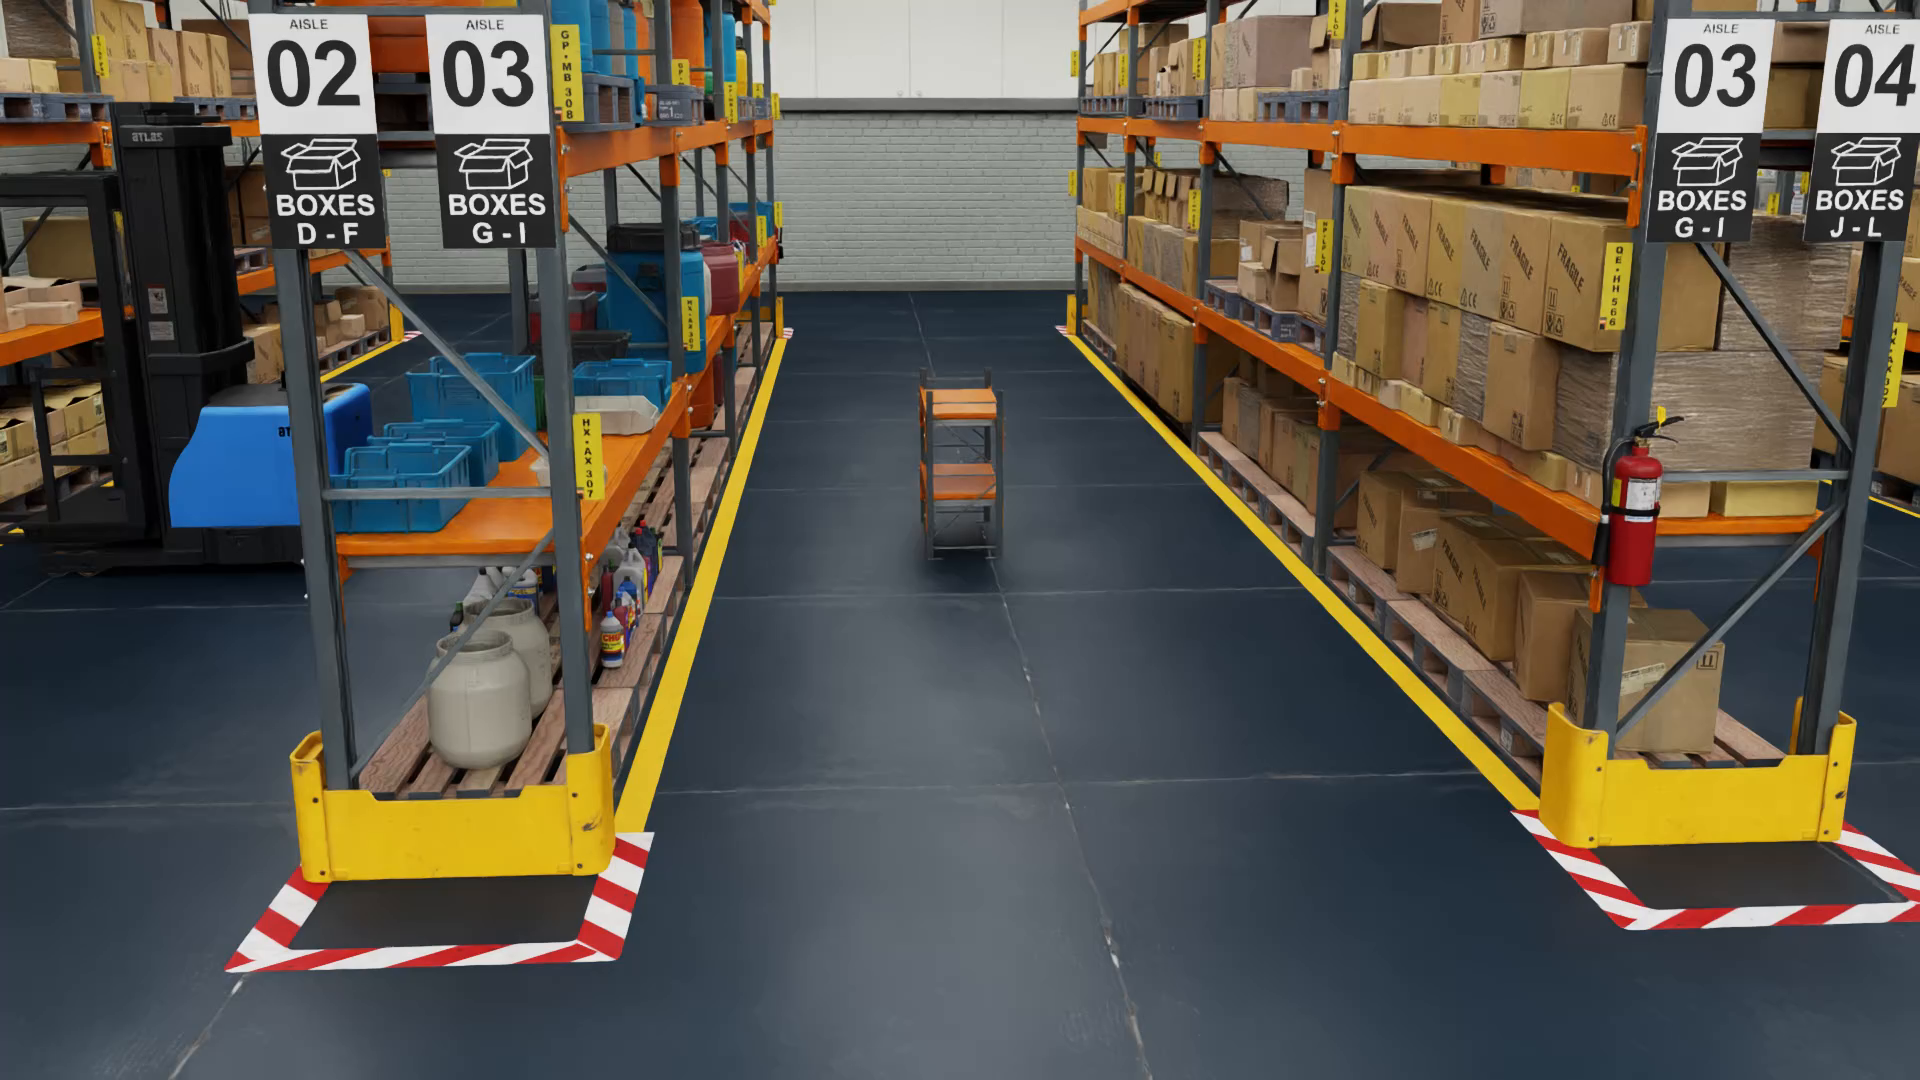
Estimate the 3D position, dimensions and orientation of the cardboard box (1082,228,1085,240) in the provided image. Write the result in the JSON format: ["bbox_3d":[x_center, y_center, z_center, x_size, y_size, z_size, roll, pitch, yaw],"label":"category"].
[{"bbox_3d":[1.757,-3.880,21.089,0.380,0.149,0.250,-1,14,-5],"label":"cardboard box"}]

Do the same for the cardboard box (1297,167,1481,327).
[{"bbox_3d":[2.864,-1.931,10.966,1.000,1.000,1.000,-1,14,-3],"label":"cardboard box"}]

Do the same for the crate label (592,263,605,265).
[{"bbox_3d":[-2.626,-1.922,12.905,0.502,0.435,0.616,-1,14,-3],"label":"crate label"}]

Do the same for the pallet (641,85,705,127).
[{"bbox_3d":[-2.027,-2.345,8.978,1.213,0.211,1.003,-1,14,-3],"label":"pallet"}]

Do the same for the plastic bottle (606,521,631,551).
[{"bbox_3d":[-1.986,0.066,9.681,0.144,0.351,0.185,-1,14,-3],"label":"plastic bottle"}]

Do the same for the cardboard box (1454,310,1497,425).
[{"bbox_3d":[2.876,-0.820,7.897,0.875,0.500,0.500,-1,14,-3],"label":"cardboard box"}]

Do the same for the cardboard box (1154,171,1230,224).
[{"bbox_3d":[2.357,-3.432,16.632,0.797,0.503,0.637,-1,14,-3],"label":"cardboard box"}]

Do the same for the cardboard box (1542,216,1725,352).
[{"bbox_3d":[2.741,-1.053,6.794,0.500,0.500,0.500,-1,14,-3],"label":"cardboard box"}]

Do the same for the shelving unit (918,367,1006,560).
[{"bbox_3d":[0.000,-0.546,11.393,0.538,1.125,1.048,-1,14,-3],"label":"shelving unit"}]

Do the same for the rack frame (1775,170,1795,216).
[{"bbox_3d":[7.483,-2.284,14.384,1.000,3.000,0.127,-1,14,-3],"label":"rack frame"}]

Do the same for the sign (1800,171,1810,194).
[{"bbox_3d":[11.367,-4.826,22.366,0.100,0.325,0.005,-1,14,-3],"label":"sign"}]

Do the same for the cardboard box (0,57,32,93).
[{"bbox_3d":[-7.227,-3.422,12.245,0.500,0.250,0.500,0,14,-2],"label":"cardboard box"}]

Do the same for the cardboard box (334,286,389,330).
[{"bbox_3d":[-7.578,-2.941,21.071,0.500,0.500,0.500,-1,14,-3],"label":"cardboard box"}]

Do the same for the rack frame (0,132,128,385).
[{"bbox_3d":[-7.361,-2.081,13.593,1.000,3.000,0.127,-1,14,-3],"label":"rack frame"}]

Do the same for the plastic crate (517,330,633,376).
[{"bbox_3d":[-2.264,-0.999,9.514,0.767,0.338,0.504,-1,14,-3],"label":"plastic crate"}]

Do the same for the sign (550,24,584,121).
[{"bbox_3d":[-1.372,-1.631,5.808,0.100,0.325,0.005,-1,14,-3],"label":"sign"}]

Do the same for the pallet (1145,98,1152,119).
[{"bbox_3d":[2.384,-4.360,16.817,0.805,0.209,1.217,-1,15,-6],"label":"pallet"}]

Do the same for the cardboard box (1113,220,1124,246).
[{"bbox_3d":[1.989,-3.405,18.443,0.500,0.250,0.500,-1,14,-4],"label":"cardboard box"}]

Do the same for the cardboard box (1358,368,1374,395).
[{"bbox_3d":[2.533,-0.934,9.640,0.380,0.149,0.250,-1,14,-3],"label":"cardboard box"}]

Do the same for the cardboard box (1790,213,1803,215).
[{"bbox_3d":[7.602,-2.965,15.500,0.380,0.149,0.250,-1,15,-6],"label":"cardboard box"}]

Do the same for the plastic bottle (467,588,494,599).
[{"bbox_3d":[-2.470,0.392,8.567,0.152,0.276,0.135,-1,14,-5],"label":"plastic bottle"}]

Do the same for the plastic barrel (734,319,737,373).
[{"bbox_3d":[-2.648,-2.202,17.435,0.600,0.901,0.708,-1,14,-3],"label":"plastic barrel"}]

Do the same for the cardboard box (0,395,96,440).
[{"bbox_3d":[-7.044,-0.968,12.820,0.500,0.311,0.500,-1,14,-4],"label":"cardboard box"}]

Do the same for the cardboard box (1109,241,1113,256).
[{"bbox_3d":[1.900,-3.304,18.853,0.380,0.149,0.250,-1,14,-4],"label":"cardboard box"}]

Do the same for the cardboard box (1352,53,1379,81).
[{"bbox_3d":[2.486,-2.725,9.580,0.380,0.149,0.250,-1,14,-5],"label":"cardboard box"}]

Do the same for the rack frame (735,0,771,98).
[{"bbox_3d":[-2.913,-7.051,20.872,1.000,3.000,0.127,-1,14,-3],"label":"rack frame"}]

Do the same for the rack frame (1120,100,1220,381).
[{"bbox_3d":[2.278,-3.227,18.050,1.000,3.000,0.127,-1,14,-3],"label":"rack frame"}]

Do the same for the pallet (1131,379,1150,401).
[{"bbox_3d":[2.401,-1.686,17.656,1.003,0.211,1.213,-1,14,-3],"label":"pallet"}]

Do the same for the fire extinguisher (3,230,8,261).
[{"bbox_3d":[-12.350,-3.819,21.254,0.296,0.674,0.183,-1,14,-3],"label":"fire extinguisher"}]

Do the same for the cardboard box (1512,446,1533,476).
[{"bbox_3d":[2.716,-0.375,7.468,0.380,0.149,0.250,-1,14,-3],"label":"cardboard box"}]

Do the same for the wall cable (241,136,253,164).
[{"bbox_3d":[-12.795,-6.806,26.153,3.097,2.526,0.112,-1,14,-3],"label":"wall cable"}]

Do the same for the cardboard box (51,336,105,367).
[{"bbox_3d":[-7.661,-1.689,14.700,0.500,0.250,0.500,0,14,-1],"label":"cardboard box"}]

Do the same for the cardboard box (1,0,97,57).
[{"bbox_3d":[-7.382,-4.174,13.504,0.500,0.500,0.500,-1,14,-3],"label":"cardboard box"}]

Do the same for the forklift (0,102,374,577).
[{"bbox_3d":[-5.512,-1.318,10.767,3.031,2.935,1.130,-1,14,-4],"label":"forklift"}]

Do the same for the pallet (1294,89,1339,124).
[{"bbox_3d":[2.842,-2.755,10.570,1.213,0.211,1.003,-1,14,-3],"label":"pallet"}]

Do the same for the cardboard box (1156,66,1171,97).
[{"bbox_3d":[2.256,-4.566,16.569,0.500,0.311,0.500,-1,14,-5],"label":"cardboard box"}]

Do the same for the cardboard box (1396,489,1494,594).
[{"bbox_3d":[2.802,0.012,9.634,0.500,0.500,0.500,4,15,14],"label":"cardboard box"}]

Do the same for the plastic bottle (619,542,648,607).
[{"bbox_3d":[-1.810,0.192,9.192,0.144,0.351,0.185,-1,14,-4],"label":"plastic bottle"}]

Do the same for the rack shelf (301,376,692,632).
[{"bbox_3d":[-2.046,-0.315,8.176,1.077,0.370,4.000,-1,14,-3],"label":"rack shelf"}]

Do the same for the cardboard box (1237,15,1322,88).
[{"bbox_3d":[2.364,-3.604,12.289,0.500,0.500,0.500,-1,14,-5],"label":"cardboard box"}]

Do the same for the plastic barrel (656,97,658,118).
[{"bbox_3d":[-2.106,-3.229,12.315,0.301,0.262,0.301,0,14,0],"label":"plastic barrel"}]

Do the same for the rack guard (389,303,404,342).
[{"bbox_3d":[-7.852,-2.841,21.564,1.175,0.500,0.348,-1,14,-3],"label":"rack guard"}]

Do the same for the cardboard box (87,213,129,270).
[{"bbox_3d":[-7.379,-2.718,15.025,0.700,0.500,0.500,2,15,7],"label":"cardboard box"}]

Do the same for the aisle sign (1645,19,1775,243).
[{"bbox_3d":[2.726,-1.482,6.049,0.394,0.787,0.004,-1,14,-3],"label":"aisle sign"}]

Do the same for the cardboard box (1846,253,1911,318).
[{"bbox_3d":[7.306,-1.965,12.942,0.500,0.500,0.500,-1,14,-3],"label":"cardboard box"}]

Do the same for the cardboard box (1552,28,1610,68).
[{"bbox_3d":[2.668,-2.013,6.812,0.380,0.149,0.250,-2,15,-6],"label":"cardboard box"}]

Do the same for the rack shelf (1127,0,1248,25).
[{"bbox_3d":[2.402,-5.093,15.509,1.077,0.370,4.000,-1,14,-3],"label":"rack shelf"}]

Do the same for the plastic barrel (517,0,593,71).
[{"bbox_3d":[-2.215,-2.811,8.563,0.600,0.901,0.708,-1,14,-3],"label":"plastic barrel"}]

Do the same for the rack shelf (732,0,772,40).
[{"bbox_3d":[-2.789,-6.012,19.078,1.077,0.370,4.000,-1,14,-3],"label":"rack shelf"}]

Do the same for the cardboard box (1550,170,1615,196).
[{"bbox_3d":[6.936,-4.068,18.514,0.500,0.500,0.500,-1,14,-5],"label":"cardboard box"}]

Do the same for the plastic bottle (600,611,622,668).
[{"bbox_3d":[-1.723,0.486,8.210,0.097,0.271,0.097,0,14,0],"label":"plastic bottle"}]

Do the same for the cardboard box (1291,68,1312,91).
[{"bbox_3d":[2.558,-3.245,11.727,0.380,0.166,0.250,-1,14,-5],"label":"cardboard box"}]

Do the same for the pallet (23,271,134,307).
[{"bbox_3d":[-7.473,-2.155,14.268,1.213,0.211,1.003,-1,14,-3],"label":"pallet"}]

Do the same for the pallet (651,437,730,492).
[{"bbox_3d":[-2.408,-0.612,13.483,1.003,0.211,1.213,-1,14,-3],"label":"pallet"}]

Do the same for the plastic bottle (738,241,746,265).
[{"bbox_3d":[-2.318,-2.998,17.407,0.152,0.276,0.135,-1,14,-3],"label":"plastic bottle"}]

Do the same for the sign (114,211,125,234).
[{"bbox_3d":[-6.808,-2.651,13.485,0.100,0.325,0.005,-1,14,-3],"label":"sign"}]
